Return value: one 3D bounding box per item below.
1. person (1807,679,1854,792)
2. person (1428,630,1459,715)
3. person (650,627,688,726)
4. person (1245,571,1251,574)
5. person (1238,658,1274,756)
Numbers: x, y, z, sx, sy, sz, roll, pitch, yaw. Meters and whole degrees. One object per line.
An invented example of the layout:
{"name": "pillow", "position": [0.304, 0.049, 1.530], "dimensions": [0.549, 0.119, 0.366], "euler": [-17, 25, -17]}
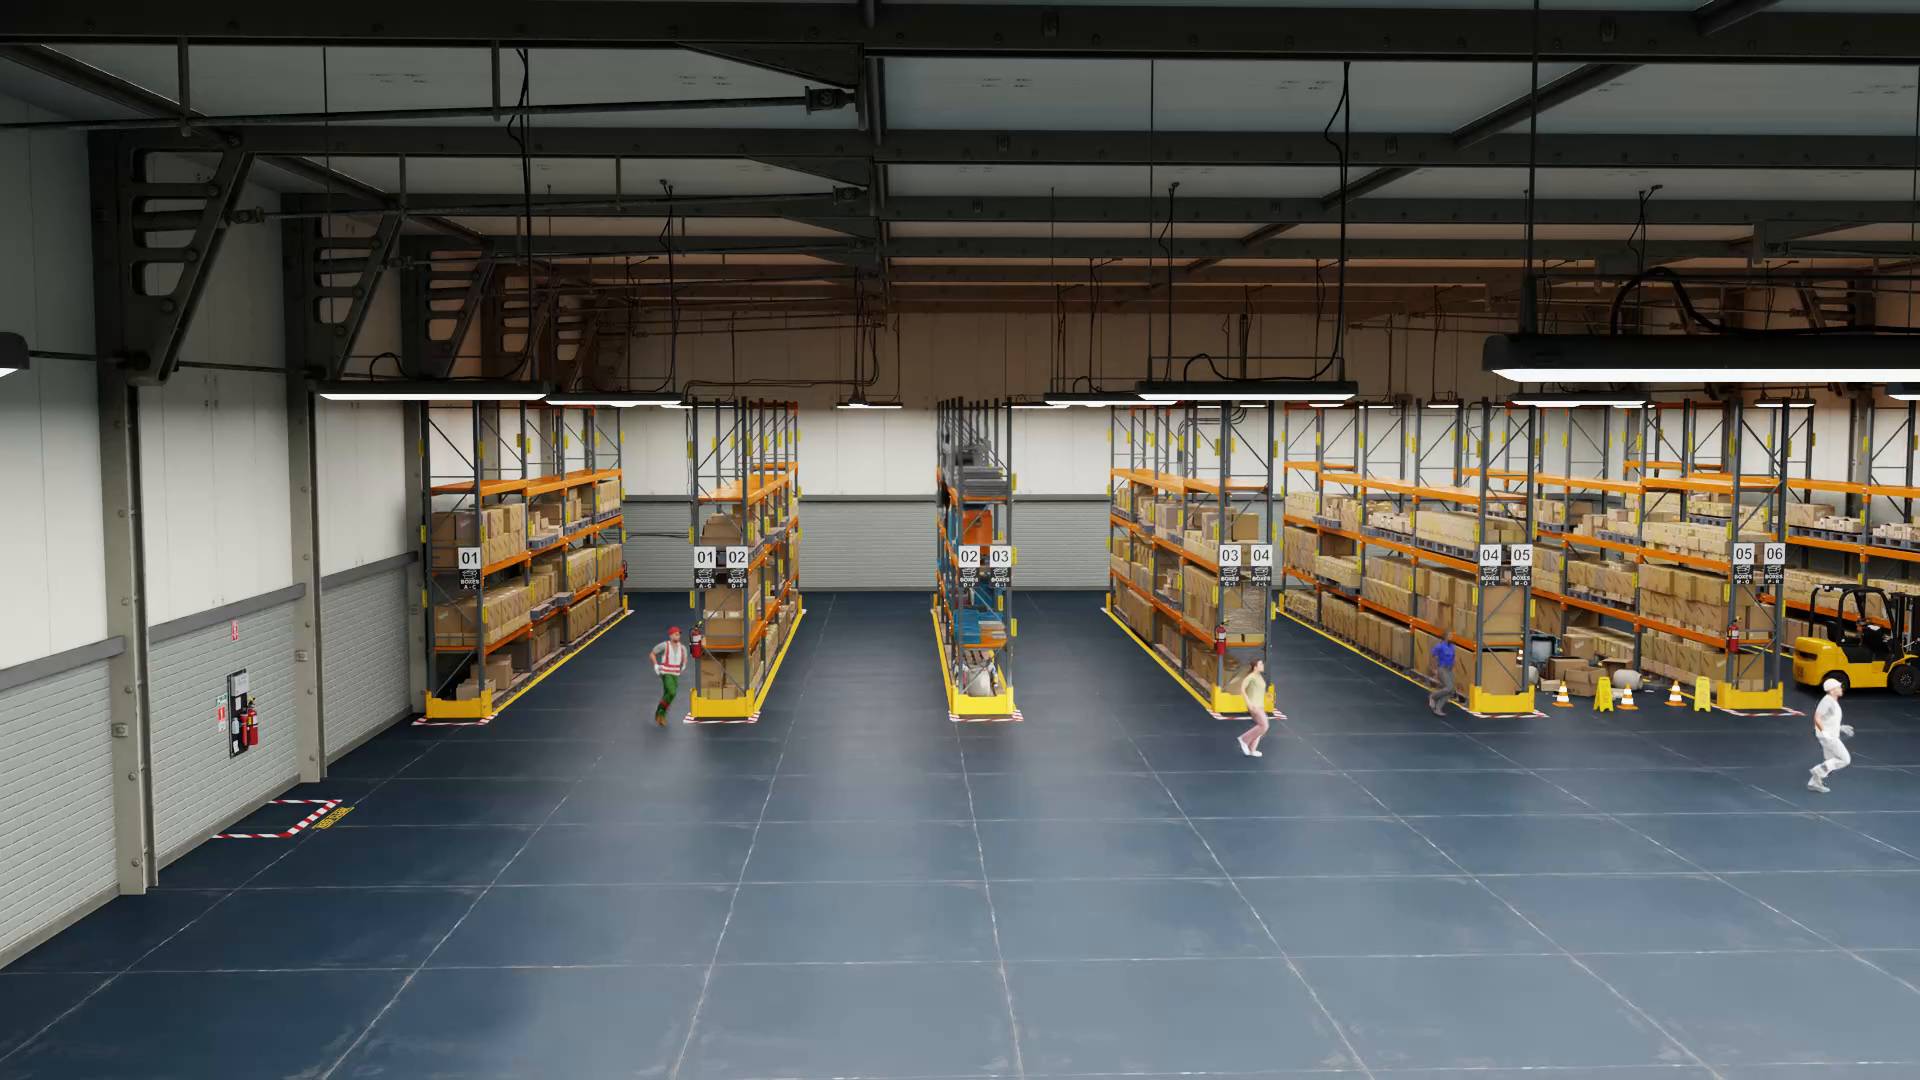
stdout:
{"name": "person", "position": [13.069, 2.938, 24.939], "dimensions": [0.590, 1.719, 0.608], "euler": [3, 5, 31]}
{"name": "person", "position": [9.207, 2.512, 31.428], "dimensions": [0.613, 1.568, 0.506], "euler": [-3, 5, -36]}
{"name": "person", "position": [-5.293, 2.493, 30.523], "dimensions": [0.649, 1.781, 0.686], "euler": [4, 6, 44]}
{"name": "person", "position": [8.312, 1.166, 48.079], "dimensions": [0.885, 1.646, 0.603], "euler": [-4, 6, -41]}
{"name": "person", "position": [4.928, 2.772, 27.646], "dimensions": [0.533, 1.638, 0.592], "euler": [2, 5, 28]}
